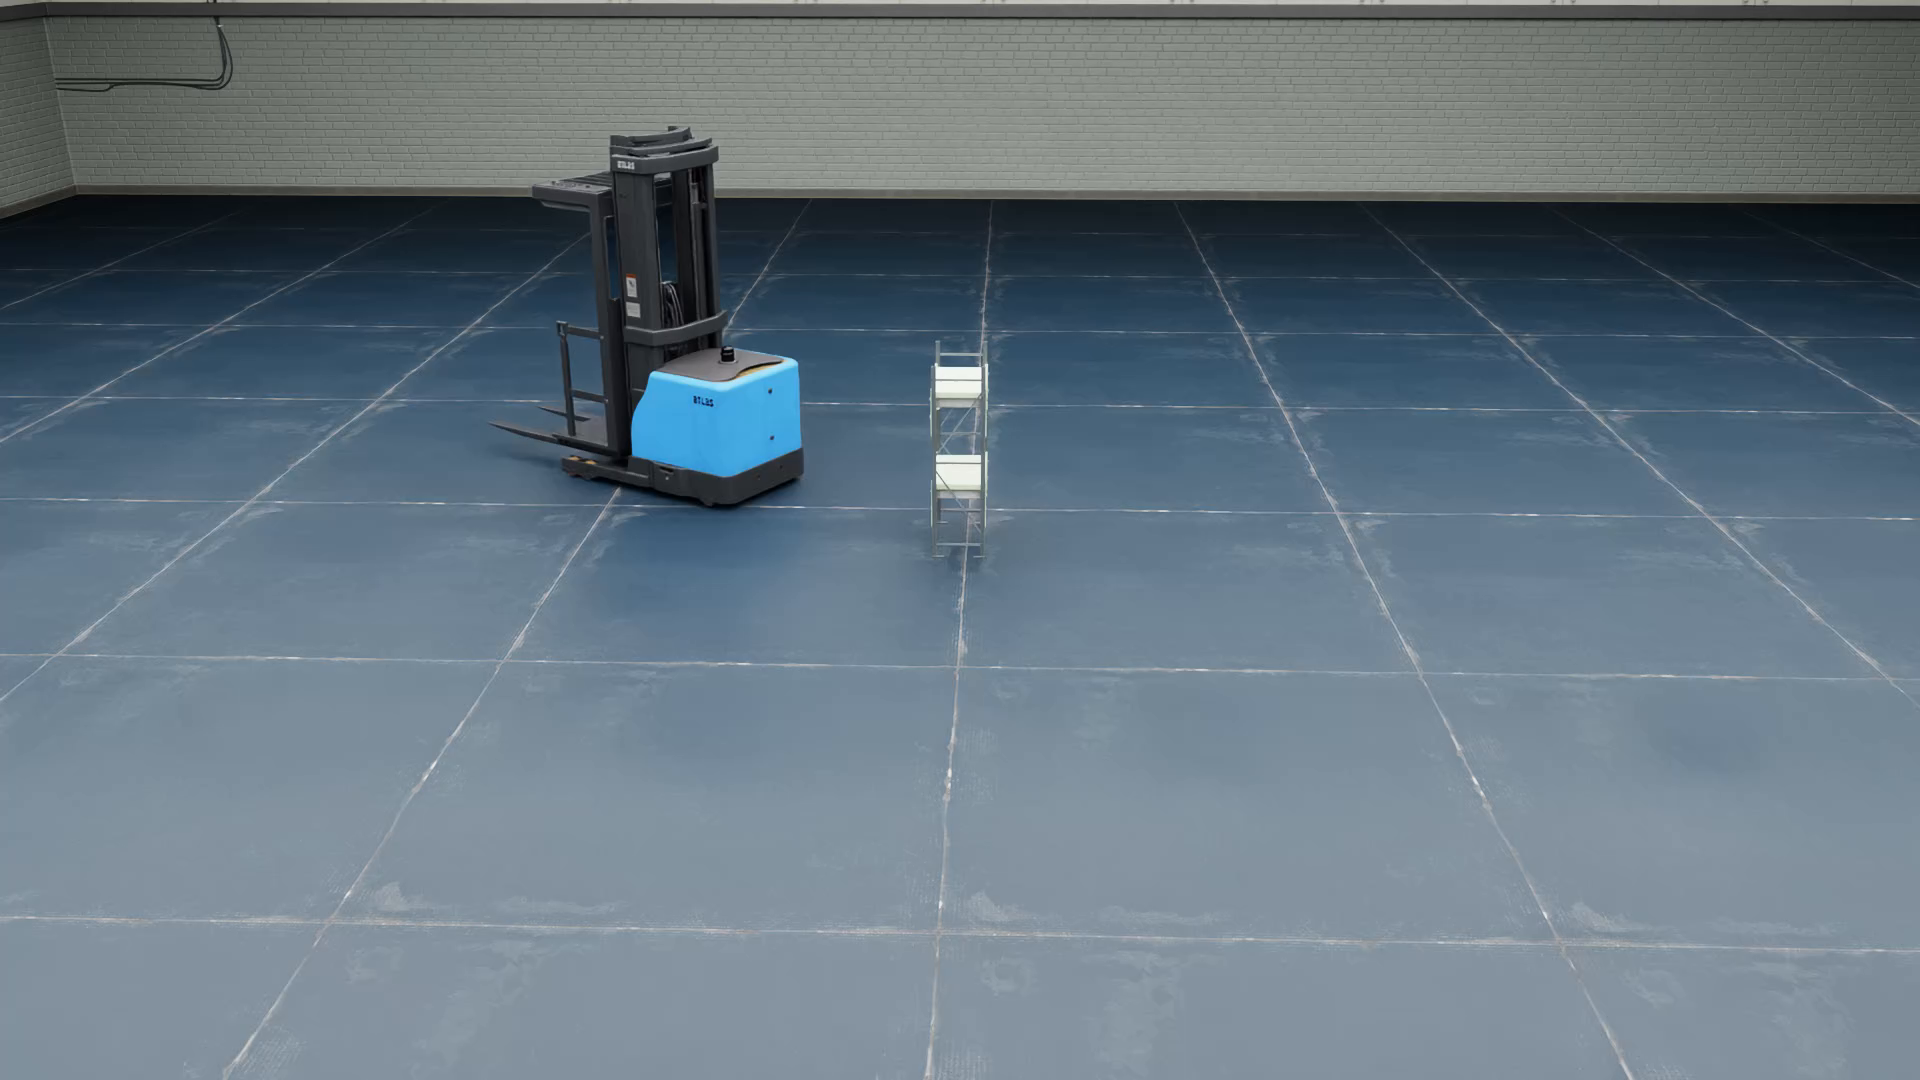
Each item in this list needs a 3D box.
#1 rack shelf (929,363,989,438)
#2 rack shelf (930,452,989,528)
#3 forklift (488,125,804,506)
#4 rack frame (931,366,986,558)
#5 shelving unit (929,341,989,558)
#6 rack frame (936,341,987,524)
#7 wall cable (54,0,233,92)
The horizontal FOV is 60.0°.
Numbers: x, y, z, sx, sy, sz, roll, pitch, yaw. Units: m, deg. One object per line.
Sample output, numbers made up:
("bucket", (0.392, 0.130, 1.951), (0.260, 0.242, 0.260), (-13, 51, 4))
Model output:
("rack shelf", (0.000, -1.065, 12.623), (0.431, 0.370, 0.720), (1, 21, 2))
("rack shelf", (0.000, -0.398, 12.882), (0.431, 0.370, 0.720), (1, 21, 2))
("forklift", (-2.857, -2.031, 14.212), (3.031, 2.935, 1.130), (13, 25, 31))
("rack frame", (-0.011, -0.569, 12.423), (0.400, 1.500, 0.023), (1, 21, 2))
("shelving unit", (0.000, -0.702, 12.764), (0.431, 1.500, 0.755), (1, 21, 2))
("rack frame", (0.011, -0.834, 13.105), (0.400, 1.500, 0.023), (1, 21, 2))
("wall cable", (-13.454, -8.559, 26.940), (3.097, 2.526, 0.112), (1, 21, 2))
